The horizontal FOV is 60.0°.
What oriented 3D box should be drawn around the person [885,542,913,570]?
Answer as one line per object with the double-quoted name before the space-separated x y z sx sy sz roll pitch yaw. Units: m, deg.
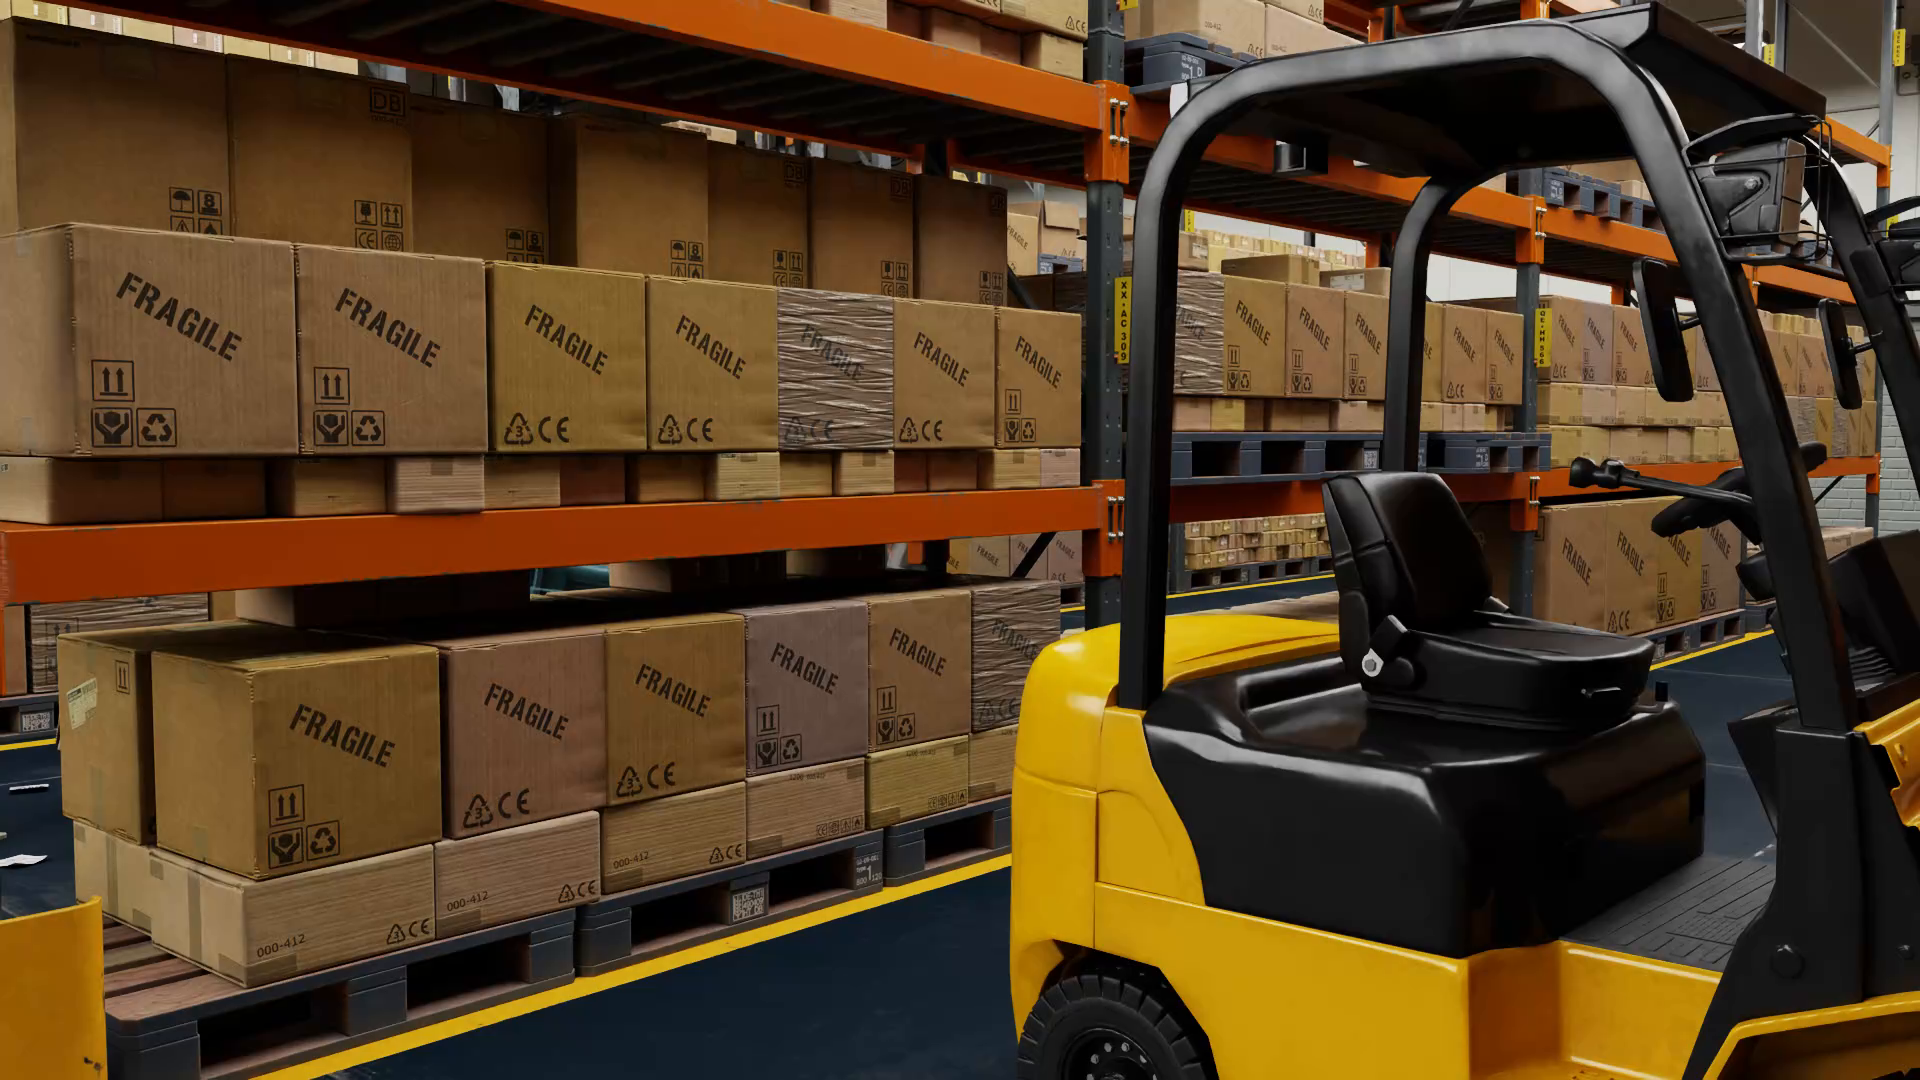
"person" -0.299 -0.008 11.454 0.475 1.573 0.467 3 5 42
